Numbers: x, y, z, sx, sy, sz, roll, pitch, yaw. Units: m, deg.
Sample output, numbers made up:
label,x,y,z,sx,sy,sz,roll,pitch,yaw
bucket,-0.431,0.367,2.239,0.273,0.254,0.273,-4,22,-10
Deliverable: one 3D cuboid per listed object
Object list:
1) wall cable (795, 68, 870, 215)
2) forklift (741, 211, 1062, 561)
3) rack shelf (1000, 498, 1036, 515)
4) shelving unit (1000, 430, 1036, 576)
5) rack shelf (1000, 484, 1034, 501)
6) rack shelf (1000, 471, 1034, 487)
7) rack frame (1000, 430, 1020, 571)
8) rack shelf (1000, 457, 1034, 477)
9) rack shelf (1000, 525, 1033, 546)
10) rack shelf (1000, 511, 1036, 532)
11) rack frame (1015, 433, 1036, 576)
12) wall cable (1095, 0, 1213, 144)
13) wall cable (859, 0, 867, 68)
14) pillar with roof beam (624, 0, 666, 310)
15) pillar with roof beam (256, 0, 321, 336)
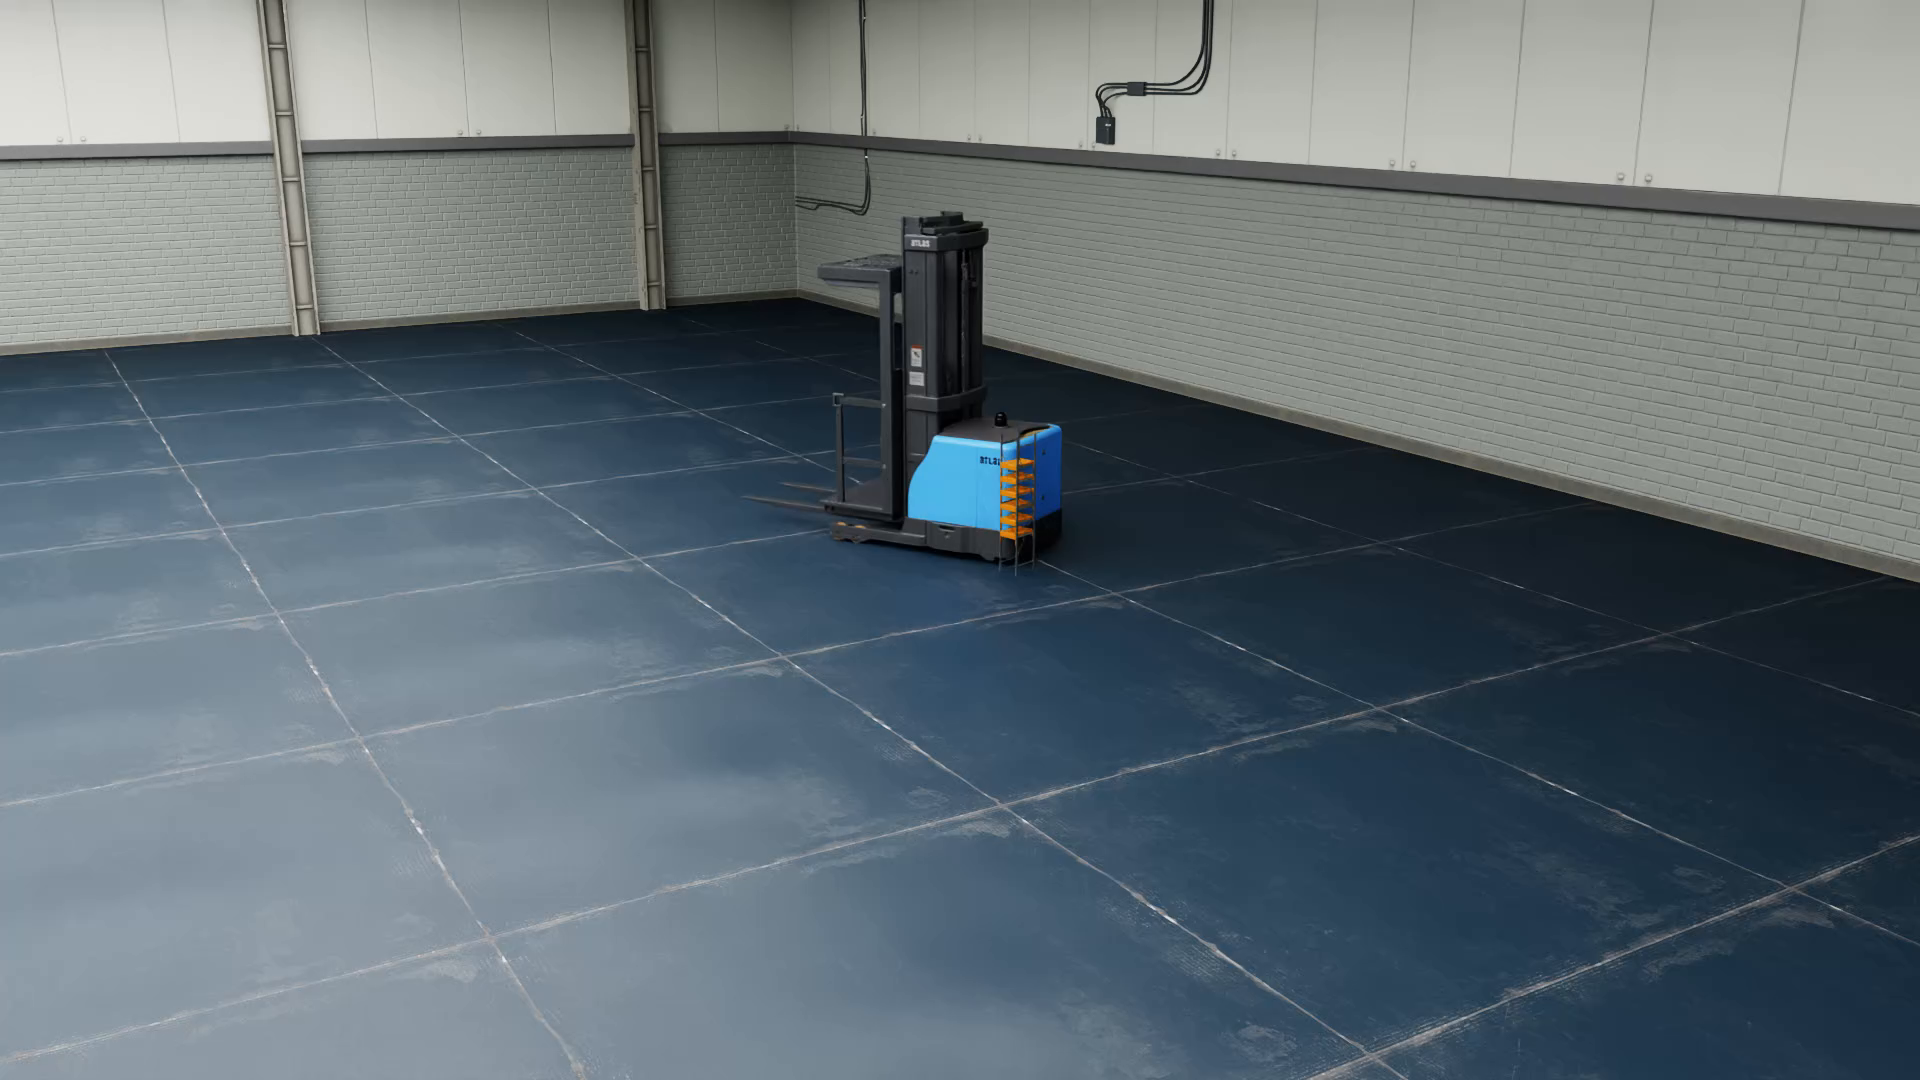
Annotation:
label,x,y,z,sx,sy,sz,roll,pitch,yaw
wall cable,-2.386,-7.157,29.861,0.112,2.526,3.097,-9,18,-30
forklift,-0.612,-1.494,15.149,3.031,2.935,1.130,8,18,28
rack shelf,0.492,-0.272,14.163,0.180,0.103,0.258,15,21,42
shelving unit,0.493,-0.315,14.151,0.189,1.200,0.258,15,21,42
rack shelf,0.493,-0.388,14.130,0.180,0.103,0.258,15,21,42
rack shelf,0.493,-0.503,14.098,0.180,0.103,0.258,15,21,42
rack frame,0.427,-0.332,14.212,0.006,1.200,0.240,15,21,42
rack shelf,0.493,-0.619,14.065,0.180,0.103,0.258,15,21,42
rack shelf,0.492,-0.041,14.228,0.180,0.103,0.258,15,21,42
rack shelf,0.492,-0.157,14.195,0.180,0.103,0.258,15,21,42
rack frame,0.558,-0.298,14.089,0.006,1.200,0.240,15,21,42
wall cable,2.489,-8.091,21.140,0.169,6.003,2.305,-9,18,-30
wall cable,-0.993,-8.963,26.947,0.112,2.526,3.097,-9,18,-30
pillar with roof beam,-3.376,-7.552,25.520,0.400,9.000,9.100,-9,18,-30
pillar with roof beam,-8.519,-6.718,22.544,0.400,9.000,9.100,-9,18,-30
